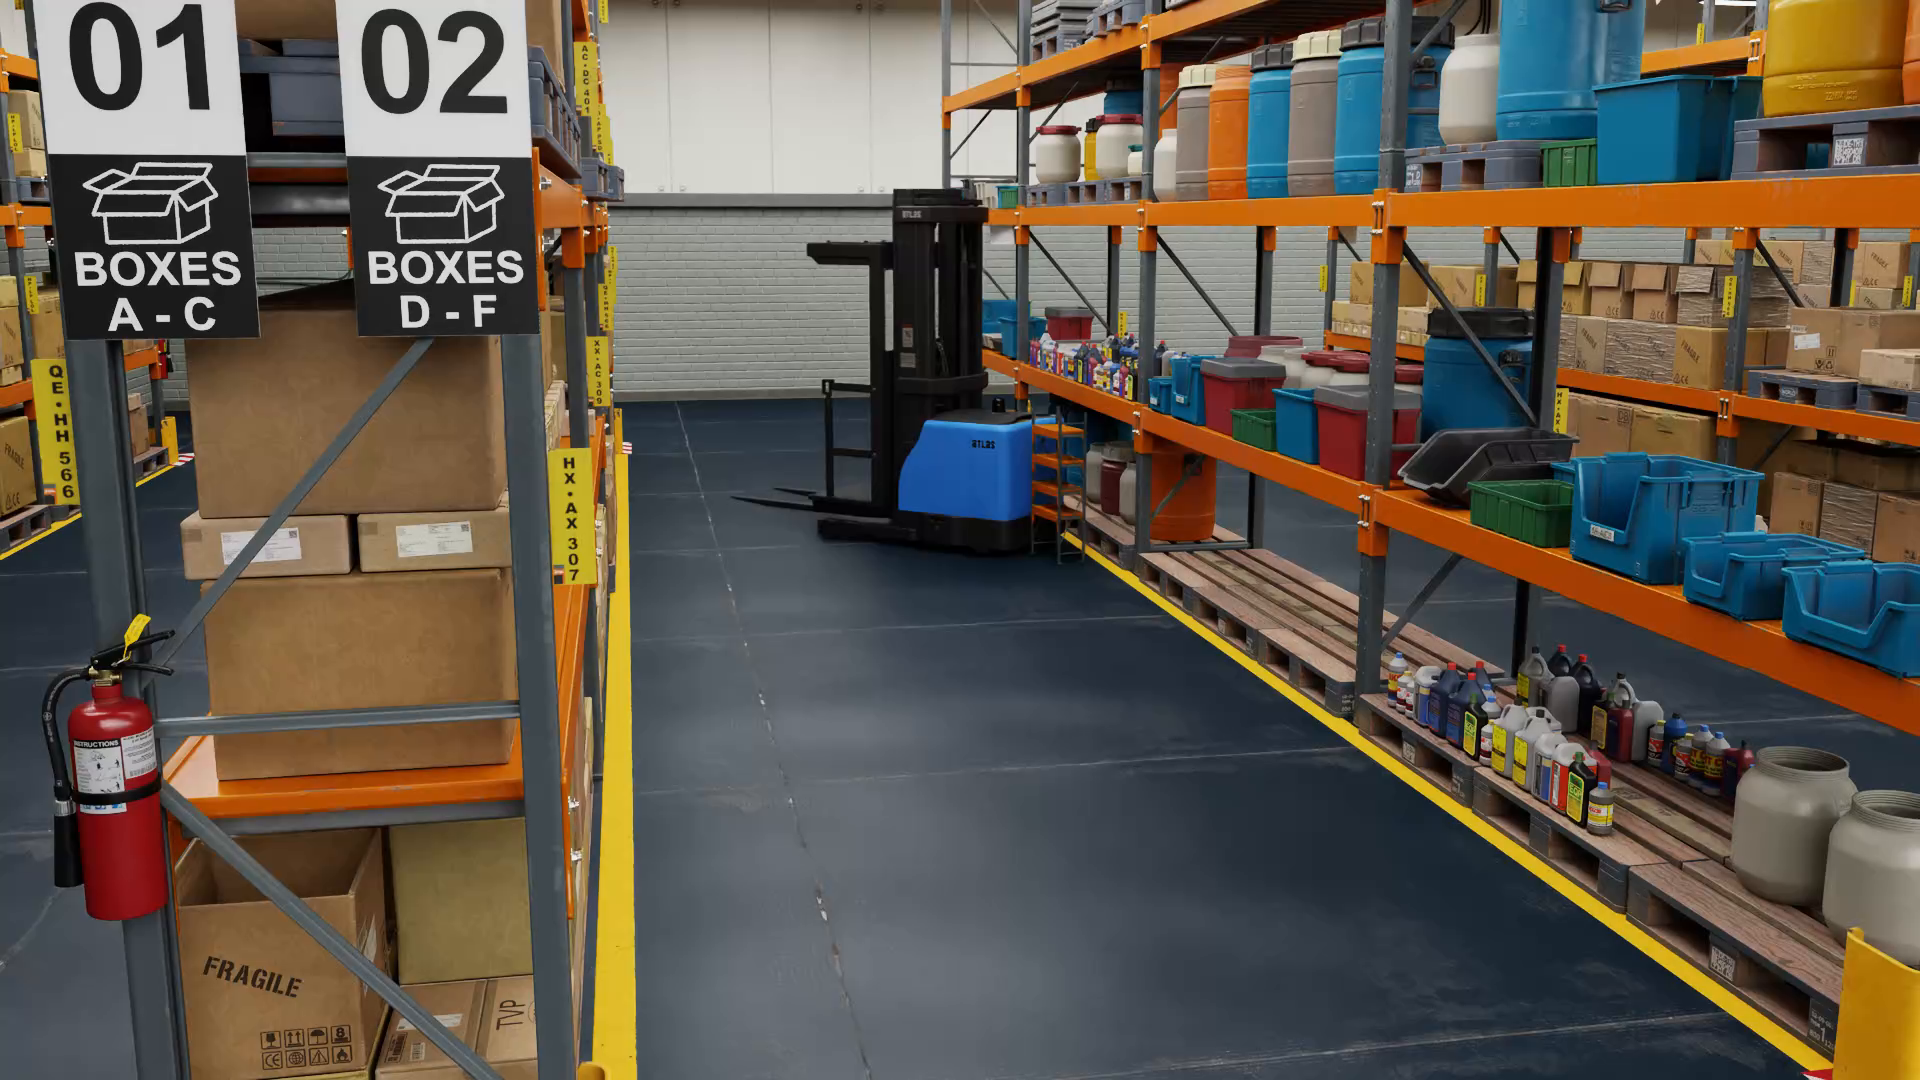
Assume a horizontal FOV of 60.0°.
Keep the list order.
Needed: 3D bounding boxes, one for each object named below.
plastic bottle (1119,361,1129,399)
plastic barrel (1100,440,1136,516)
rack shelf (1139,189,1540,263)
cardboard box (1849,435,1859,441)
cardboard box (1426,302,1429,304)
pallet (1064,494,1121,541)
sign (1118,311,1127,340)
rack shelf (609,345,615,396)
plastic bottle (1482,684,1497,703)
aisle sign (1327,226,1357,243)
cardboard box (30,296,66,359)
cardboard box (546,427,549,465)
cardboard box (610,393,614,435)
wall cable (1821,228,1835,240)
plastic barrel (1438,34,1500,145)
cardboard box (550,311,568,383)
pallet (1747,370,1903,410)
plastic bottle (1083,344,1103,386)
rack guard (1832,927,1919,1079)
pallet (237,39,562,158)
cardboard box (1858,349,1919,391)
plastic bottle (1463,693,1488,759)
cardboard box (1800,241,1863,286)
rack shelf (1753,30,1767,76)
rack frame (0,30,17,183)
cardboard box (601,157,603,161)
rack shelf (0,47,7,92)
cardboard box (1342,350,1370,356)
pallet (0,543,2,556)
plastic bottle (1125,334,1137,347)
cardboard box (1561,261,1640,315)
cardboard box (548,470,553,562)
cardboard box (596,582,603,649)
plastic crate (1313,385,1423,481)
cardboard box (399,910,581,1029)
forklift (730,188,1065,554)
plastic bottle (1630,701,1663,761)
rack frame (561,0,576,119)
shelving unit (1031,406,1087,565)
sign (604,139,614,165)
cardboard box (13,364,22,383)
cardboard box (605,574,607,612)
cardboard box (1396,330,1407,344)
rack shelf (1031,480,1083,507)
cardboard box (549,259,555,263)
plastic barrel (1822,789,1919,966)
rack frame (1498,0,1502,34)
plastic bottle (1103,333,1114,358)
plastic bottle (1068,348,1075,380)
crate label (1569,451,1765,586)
[{"bbox_3d":[1.299,-1.262,13.115,0.061,0.283,0.133,-2,11,-11],"label":"plastic bottle"},{"bbox_3d":[1.510,-0.536,14.316,0.600,0.588,0.708,-2,11,-11],"label":"plastic barrel"},{"bbox_3d":[2.230,-1.971,10.433,1.077,0.370,4.000,-2,11,-11],"label":"rack shelf"},{"bbox_3d":[10.428,-1.210,19.031,0.380,0.149,0.250,-2,11,-9],"label":"cardboard box"},{"bbox_3d":[5.596,-2.766,20.310,0.500,0.250,0.500,-2,11,-12],"label":"cardboard box"},{"bbox_3d":[1.413,-0.215,14.759,1.003,0.211,1.213,-2,11,-11],"label":"pallet"},{"bbox_3d":[1.603,-2.107,16.506,0.100,0.325,0.005,-2,11,-11],"label":"sign"},{"bbox_3d":[-4.185,-1.786,17.480,1.077,0.370,4.000,-2,11,-11],"label":"rack shelf"},{"bbox_3d":[2.516,0.825,7.959,0.097,0.271,0.097,0,11,0],"label":"plastic bottle"},{"bbox_3d":[4.835,-4.145,20.998,0.394,0.787,0.004,-2,11,-11],"label":"aisle sign"},{"bbox_3d":[-8.744,-1.839,15.033,0.980,0.700,0.700,-2,11,-10],"label":"cardboard box"},{"bbox_3d":[-1.626,-0.301,5.753,0.380,0.149,0.250,-2,11,-10],"label":"cardboard box"},{"bbox_3d":[-4.227,-1.403,19.055,0.500,0.500,0.500,-2,11,-11],"label":"cardboard box"},{"bbox_3d":[15.134,-4.812,28.739,0.588,1.984,0.122,-2,11,-11],"label":"wall cable"},{"bbox_3d":[2.510,-2.133,7.937,0.421,0.512,0.421,0,11,0],"label":"plastic barrel"},{"bbox_3d":[-3.251,-1.405,12.168,0.700,0.500,0.500,-6,12,-30],"label":"cardboard box"},{"bbox_3d":[6.943,-1.177,12.872,1.213,0.211,1.003,-2,11,-11],"label":"pallet"},{"bbox_3d":[1.132,-1.493,14.149,0.144,0.351,0.185,-2,11,-11],"label":"plastic bottle"},{"bbox_3d":[3.336,1.465,5.163,1.175,0.500,0.348,-2,11,-11],"label":"rack guard"},{"bbox_3d":[-1.574,-1.132,4.336,1.003,0.211,1.213,-2,11,-11],"label":"pallet"},{"bbox_3d":[6.800,-1.215,11.836,0.500,0.250,0.500,-2,11,-13],"label":"cardboard box"},{"bbox_3d":[2.397,0.863,7.726,0.061,0.283,0.133,-2,11,-8],"label":"plastic bottle"},{"bbox_3d":[10.258,-3.245,19.488,0.500,0.500,0.500,-2,11,-10],"label":"cardboard box"},{"bbox_3d":[7.089,-3.429,11.137,1.077,0.370,4.000,-2,11,-11],"label":"rack shelf"},{"bbox_3d":[-8.655,-4.538,13.974,1.000,3.000,0.127,-2,11,-11],"label":"rack frame"},{"bbox_3d":[-3.832,-3.700,16.654,0.500,0.250,0.500,-2,11,-11],"label":"cardboard box"},{"bbox_3d":[-8.266,-3.622,12.152,1.077,0.370,4.000,-2,11,-11],"label":"rack shelf"},{"bbox_3d":[5.347,-1.913,20.787,0.875,0.875,0.875,-2,11,-11],"label":"cardboard box"},{"bbox_3d":[-8.190,0.141,12.889,1.003,0.211,1.213,-2,11,-11],"label":"pallet"},{"bbox_3d":[1.599,-1.737,15.431,0.144,0.351,0.185,-2,11,-11],"label":"plastic bottle"},{"bbox_3d":[6.176,-2.431,15.994,0.797,0.503,0.637,-2,11,-10],"label":"cardboard box"},{"bbox_3d":[-2.039,-0.176,6.834,0.700,0.500,0.500,-2,11,-12],"label":"cardboard box"},{"bbox_3d":[-2.169,0.387,8.871,0.500,0.311,0.500,-2,11,-12],"label":"cardboard box"},{"bbox_3d":[2.225,-0.594,9.121,0.402,0.464,0.583,-2,11,-11],"label":"plastic crate"},{"bbox_3d":[-1.449,1.375,5.180,0.500,0.250,0.500,-2,11,-11],"label":"cardboard box"},{"bbox_3d":[-0.625,-1.512,14.304,3.031,2.935,1.130,7,13,32],"label":"forklift"},{"bbox_3d":[3.155,0.869,7.714,0.152,0.276,0.135,-2,11,-10],"label":"plastic bottle"},{"bbox_3d":[-2.240,-3.252,7.216,1.000,3.000,0.127,-2,11,-11],"label":"rack frame"},{"bbox_3d":[0.789,-0.447,13.336,0.258,1.200,0.503,-5,12,-22],"label":"shelving unit"},{"bbox_3d":[-4.026,-4.431,19.063,0.100,0.325,0.005,-2,11,-11],"label":"sign"},{"bbox_3d":[-8.311,-1.426,14.285,0.380,0.149,0.250,-2,11,-10],"label":"cardboard box"},{"bbox_3d":[-2.478,0.380,10.407,0.500,0.250,0.500,-2,11,-10],"label":"cardboard box"},{"bbox_3d":[5.242,-2.335,19.113,0.380,0.149,0.250,-2,11,-10],"label":"cardboard box"},{"bbox_3d":[0.789,-0.381,13.348,0.258,0.148,0.480,-5,12,-22],"label":"rack shelf"},{"bbox_3d":[-4.349,-2.582,16.799,0.500,0.500,0.500,-2,11,-11],"label":"cardboard box"},{"bbox_3d":[3.194,1.147,5.678,0.421,0.512,0.421,0,11,0],"label":"plastic barrel"},{"bbox_3d":[5.922,-5.079,16.814,1.000,3.000,0.127,-2,11,-11],"label":"rack frame"},{"bbox_3d":[1.422,-1.766,15.582,0.144,0.351,0.185,-2,11,-11],"label":"plastic bottle"},{"bbox_3d":[1.000,-1.555,14.689,0.097,0.271,0.097,0,11,0],"label":"plastic bottle"},{"bbox_3d":[2.774,-0.096,6.583,0.502,0.435,0.616,-2,11,-11],"label":"crate label"}]
